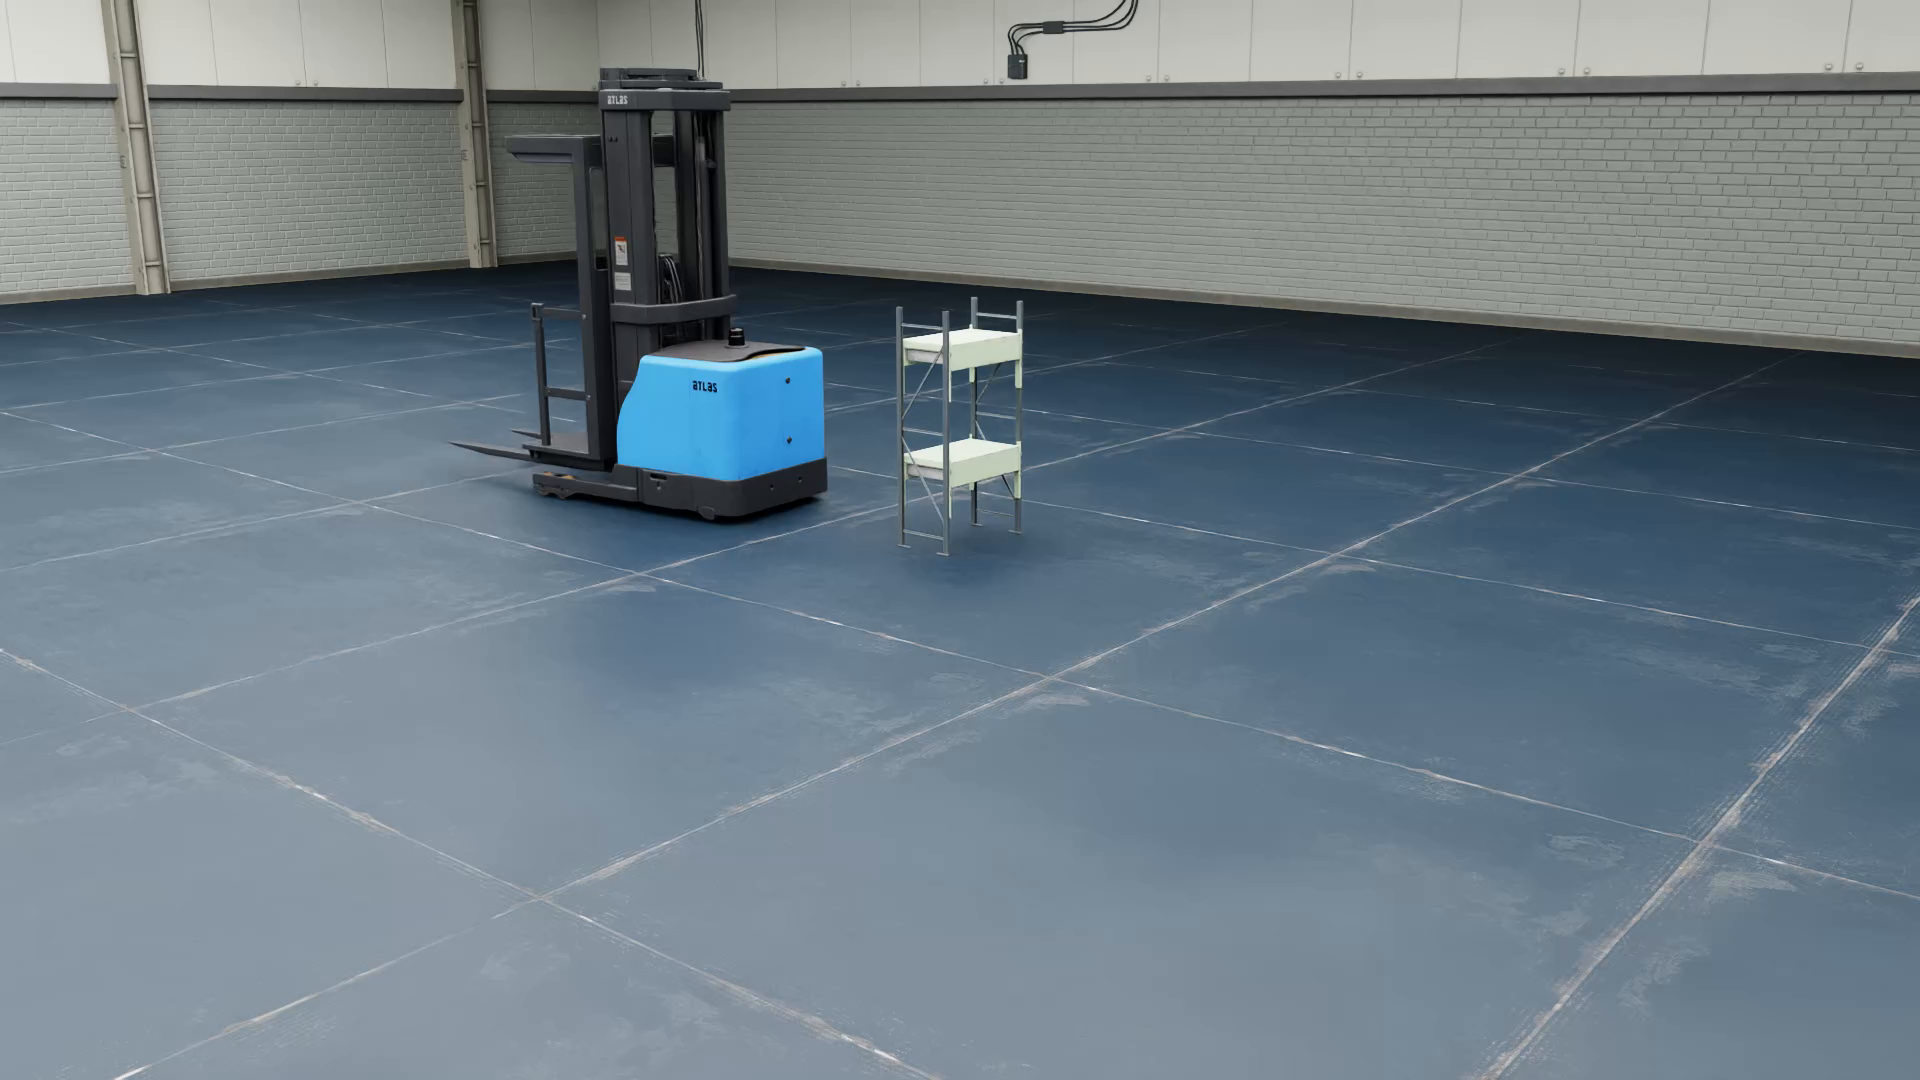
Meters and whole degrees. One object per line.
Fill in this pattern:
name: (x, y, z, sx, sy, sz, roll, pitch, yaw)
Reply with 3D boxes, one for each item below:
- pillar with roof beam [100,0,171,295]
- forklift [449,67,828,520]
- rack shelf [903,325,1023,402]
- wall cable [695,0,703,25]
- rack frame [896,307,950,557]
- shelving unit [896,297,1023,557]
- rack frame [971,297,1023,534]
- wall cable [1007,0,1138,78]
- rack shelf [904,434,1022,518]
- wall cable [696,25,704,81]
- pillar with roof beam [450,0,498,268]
pillar with roof beam: (-9.030, -7.480, 21.791, 9.100, 9.000, 0.400, 11, 18, 38)
forklift: (-2.442, -1.808, 11.788, 3.031, 2.935, 1.130, 9, 17, 33)
rack shelf: (0.004, -1.106, 10.347, 0.431, 0.370, 0.720, 11, 18, 38)
wall cable: (-3.623, -10.179, 28.465, 3.097, 2.526, 0.112, 11, 18, 38)
rack frame: (-0.226, -0.658, 10.167, 0.400, 1.500, 0.023, 11, 18, 38)
shelving unit: (0.004, -0.728, 10.443, 0.431, 1.500, 0.755, 11, 18, 38)
rack frame: (0.234, -0.798, 10.719, 0.400, 1.500, 0.023, 11, 18, 38)
wall cable: (1.647, -9.831, 24.139, 2.305, 6.003, 0.169, 11, 18, 38)
rack shelf: (0.004, -0.412, 10.524, 0.431, 0.370, 0.720, 11, 18, 38)
wall cable: (-5.727, -8.150, 30.735, 3.097, 2.526, 0.112, 11, 18, 38)
pillar with roof beam: (-5.258, -8.629, 26.314, 9.100, 9.000, 0.400, 11, 18, 38)
